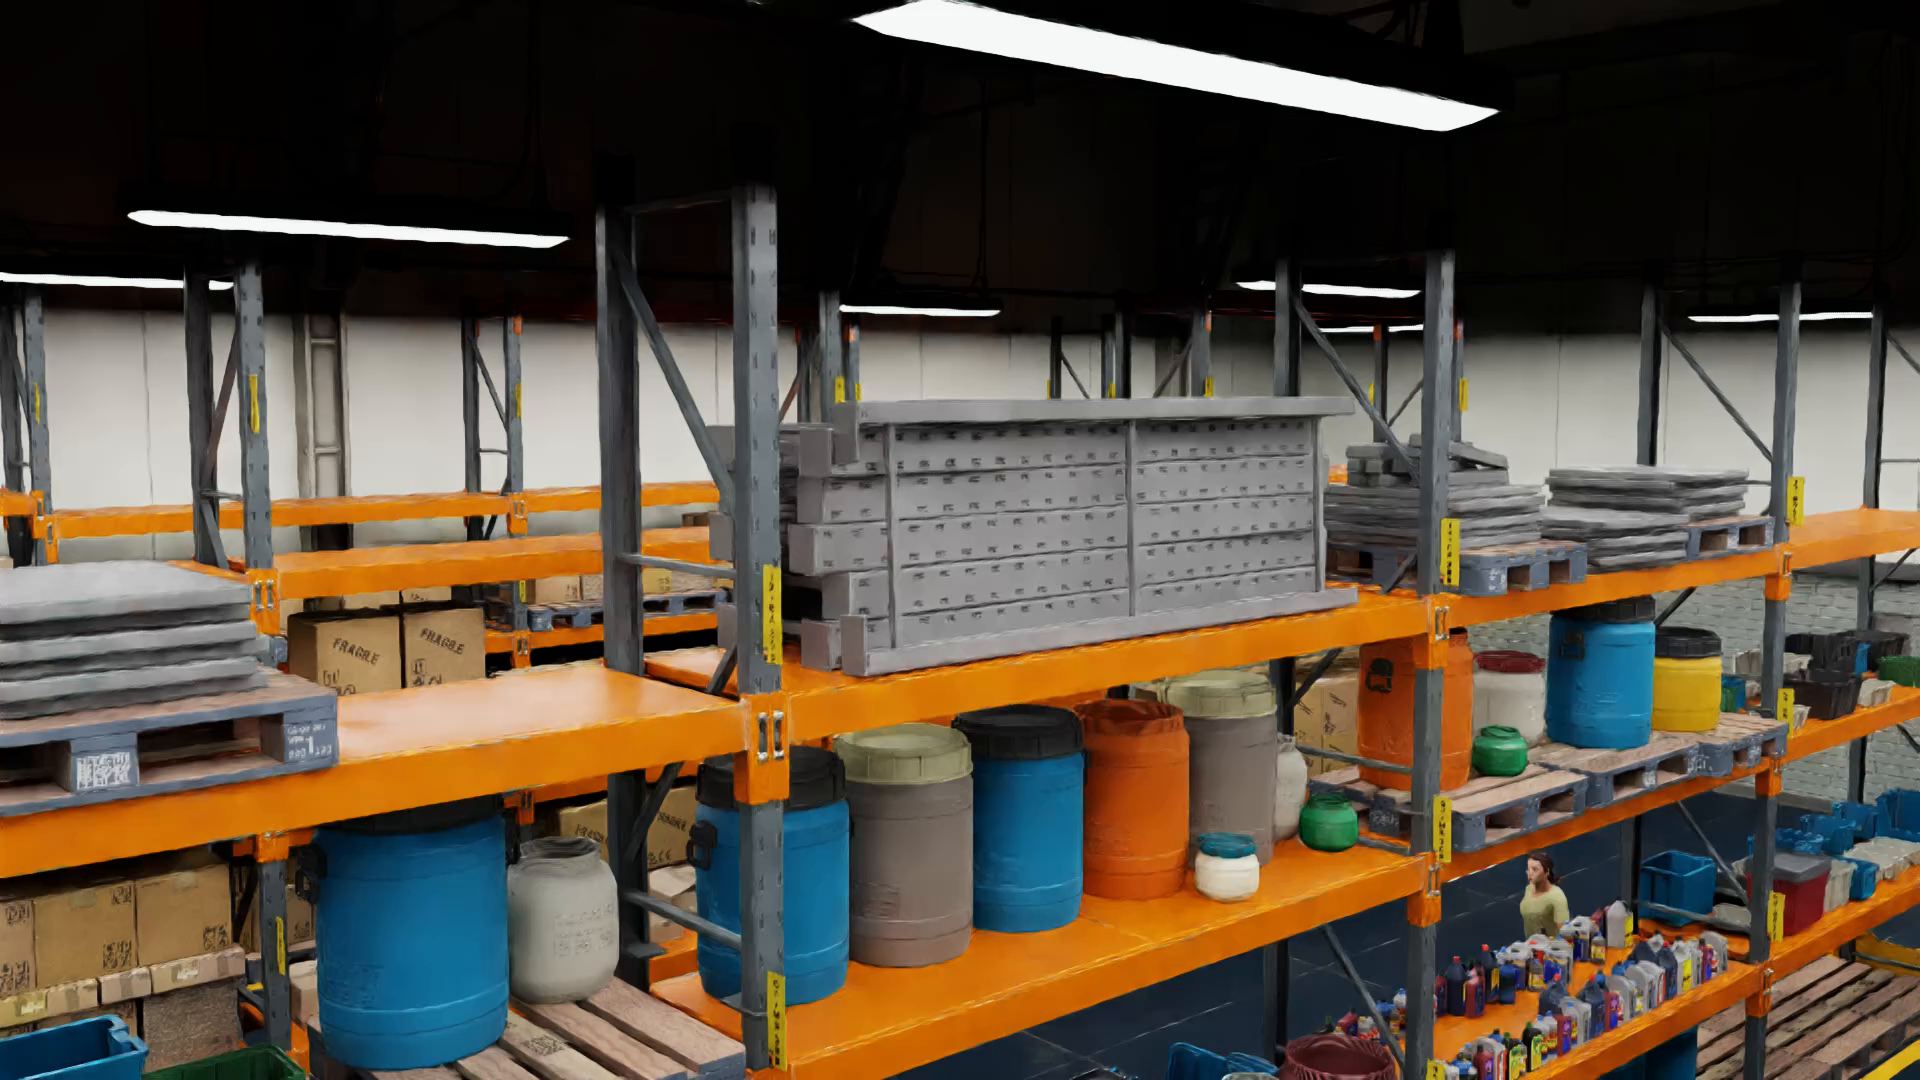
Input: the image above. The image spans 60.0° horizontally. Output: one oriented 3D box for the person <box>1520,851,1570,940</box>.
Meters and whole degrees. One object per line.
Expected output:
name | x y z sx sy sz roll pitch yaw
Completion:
person | 4.484 3.166 12.767 1.139 1.589 0.524 -3 6 -28
